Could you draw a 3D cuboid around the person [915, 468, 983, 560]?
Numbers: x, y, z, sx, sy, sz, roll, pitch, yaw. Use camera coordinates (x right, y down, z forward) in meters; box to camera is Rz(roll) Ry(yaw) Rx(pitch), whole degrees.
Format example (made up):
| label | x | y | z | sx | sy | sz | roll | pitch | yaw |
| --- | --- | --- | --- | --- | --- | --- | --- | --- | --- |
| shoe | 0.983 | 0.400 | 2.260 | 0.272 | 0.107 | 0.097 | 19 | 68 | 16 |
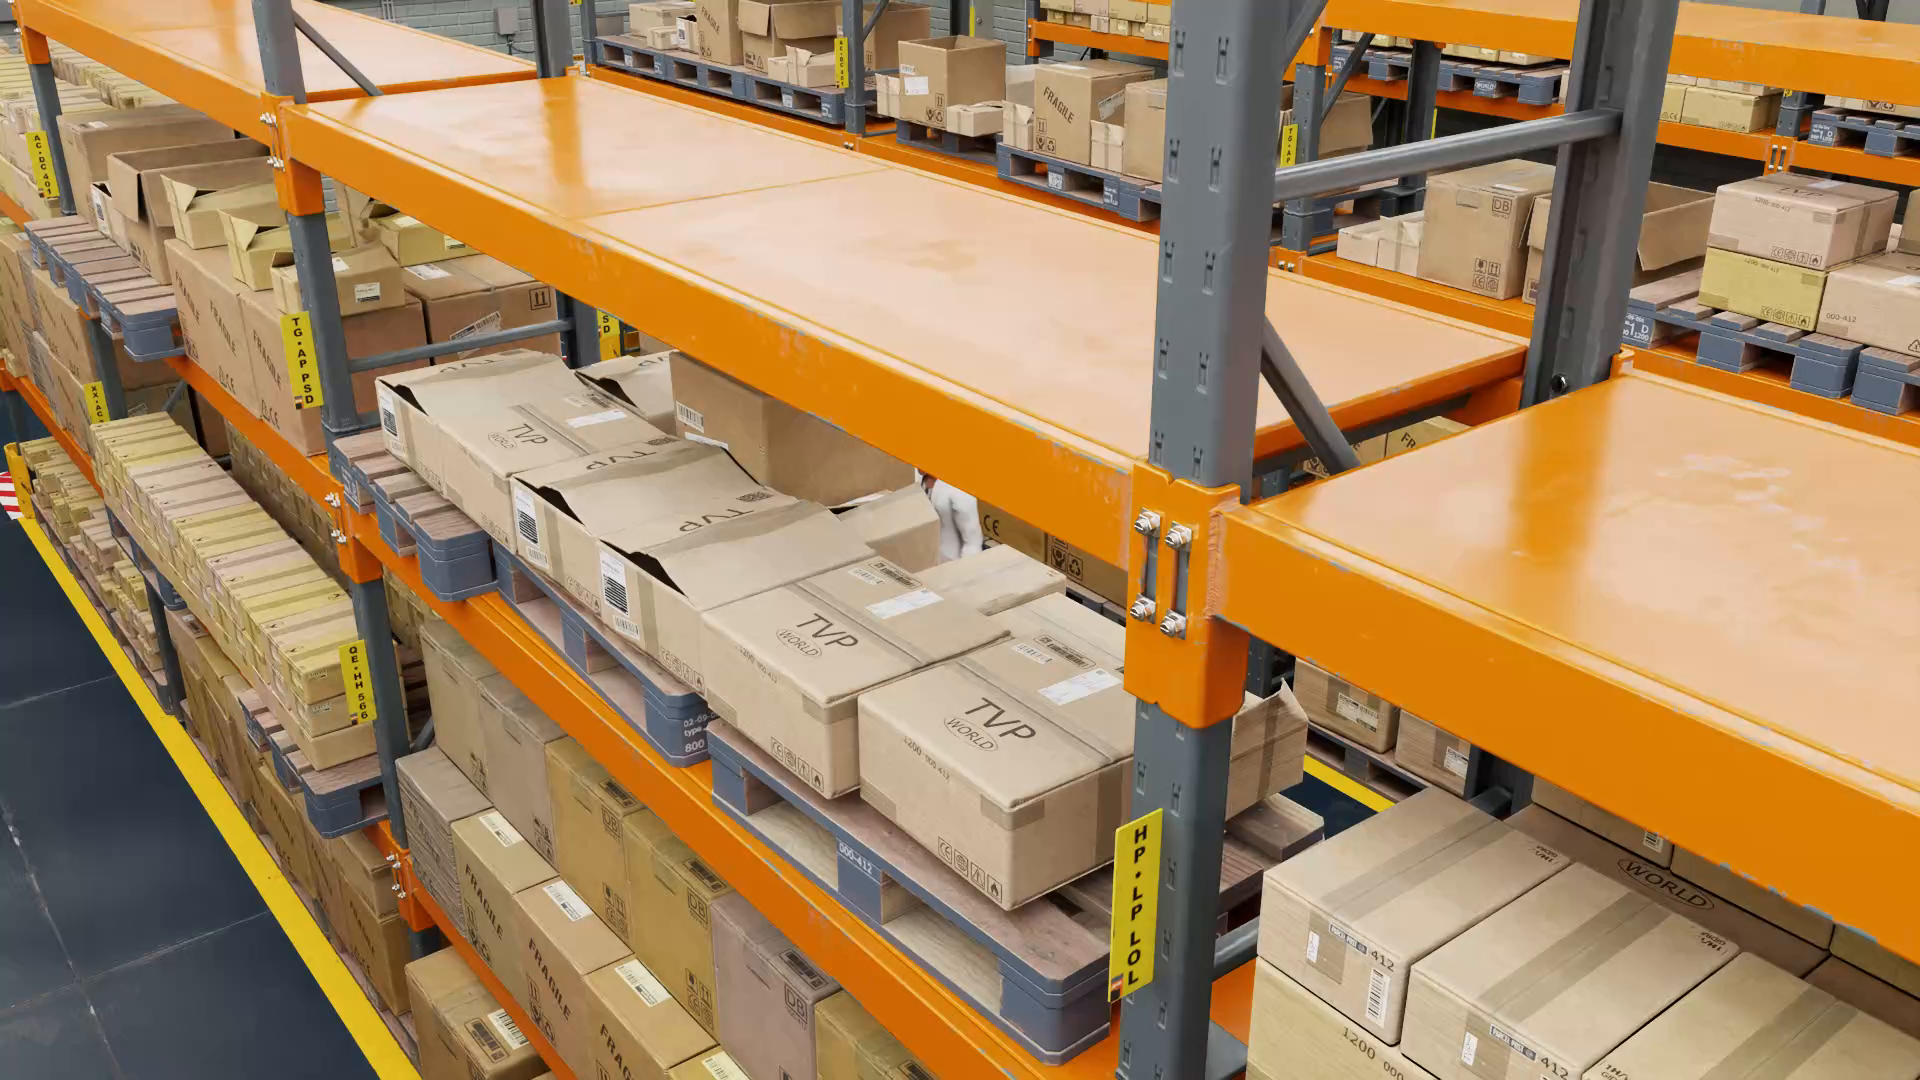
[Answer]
| label | x | y | z | sx | sy | sz | roll | pitch | yaw |
| --- | --- | --- | --- | --- | --- | --- | --- | --- | --- |
| person | -0.129 | 0.195 | 9.573 | 0.418 | 1.740 | 0.646 | -18 | 30 | -35 |
